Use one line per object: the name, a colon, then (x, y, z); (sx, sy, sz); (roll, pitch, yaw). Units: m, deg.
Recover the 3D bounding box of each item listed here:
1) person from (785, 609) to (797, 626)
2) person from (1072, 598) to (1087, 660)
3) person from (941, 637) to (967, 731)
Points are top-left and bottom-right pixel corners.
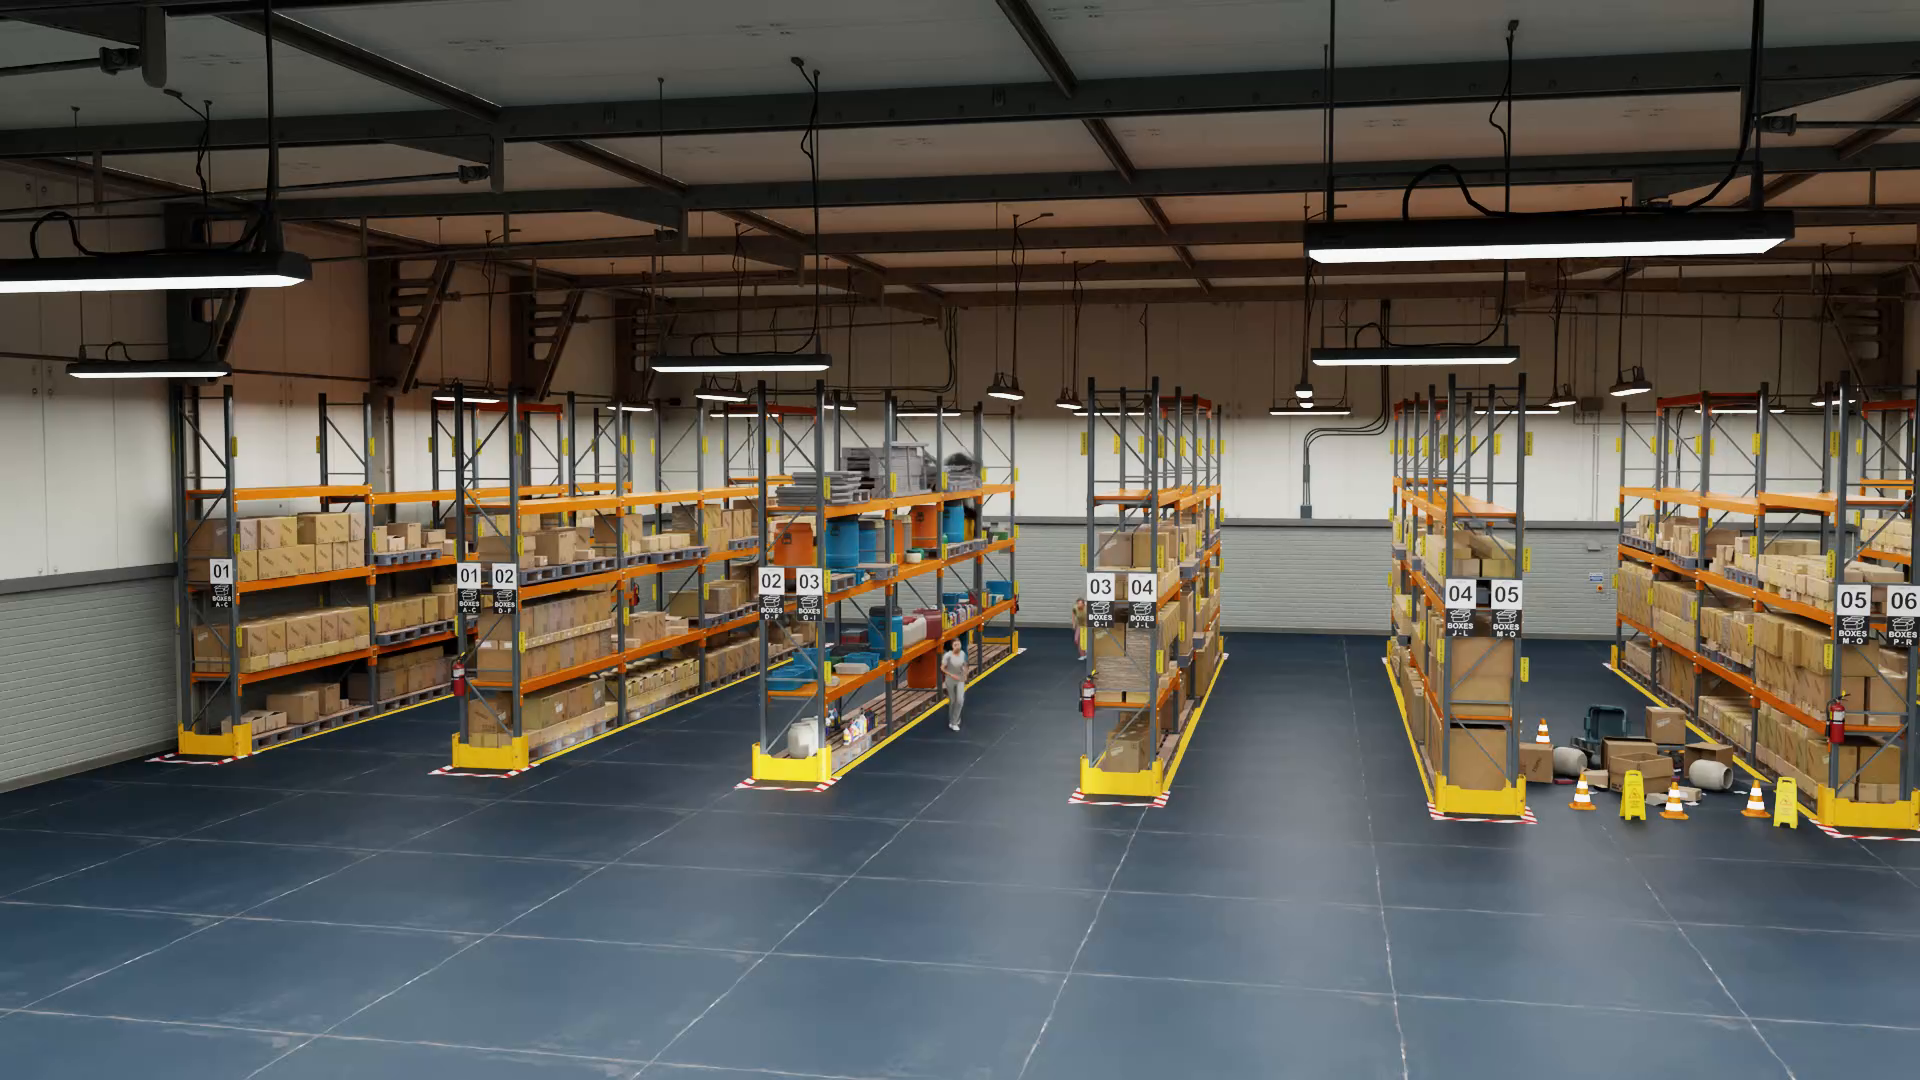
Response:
person: (-4.299, 1.771, 42.912); (0.819, 1.698, 0.728); (2, 4, 27)
person: (2.958, 2.068, 39.223); (0.577, 1.493, 1.017); (1, 3, 23)
person: (-0.120, 2.527, 29.520); (0.539, 1.638, 0.834); (-1, 3, -14)
